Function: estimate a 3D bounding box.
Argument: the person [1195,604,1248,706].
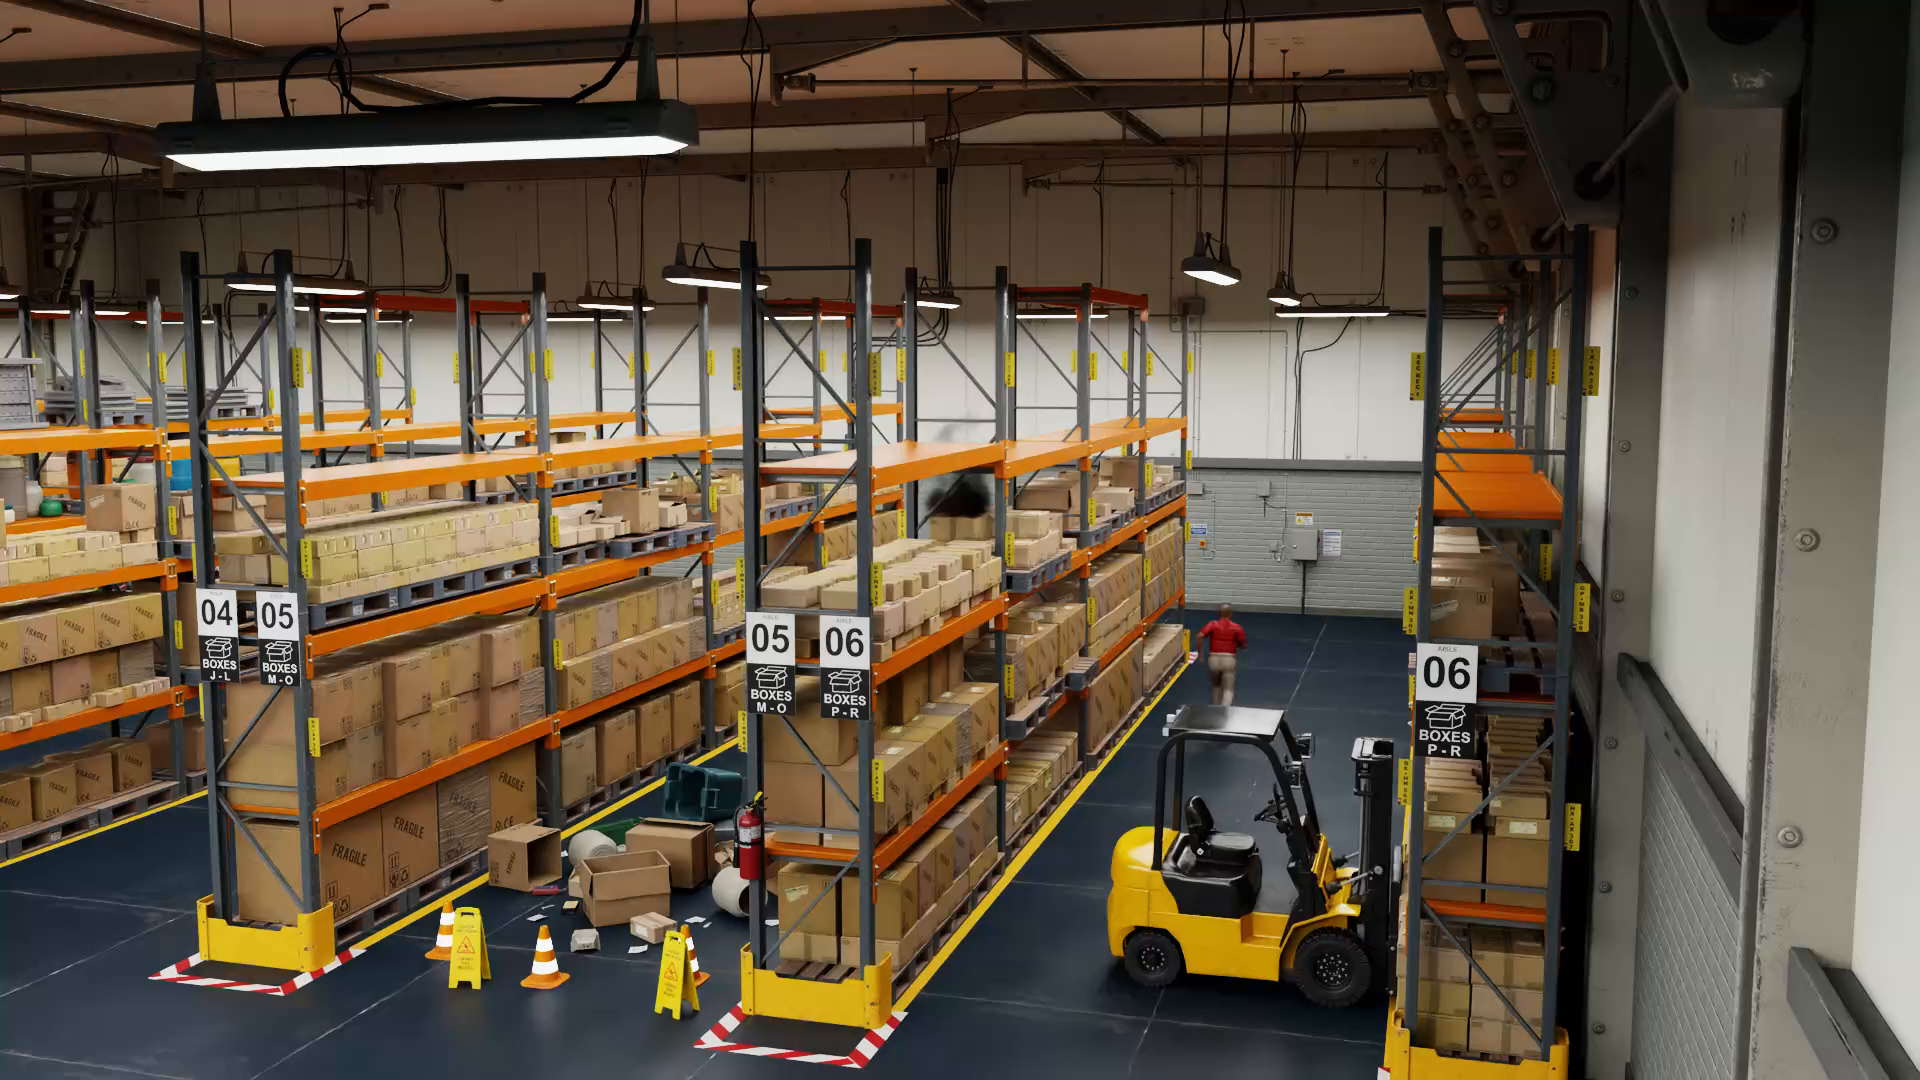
[{"bbox_3d":[3.578,1.772,22.793,0.672,1.784,0.930,2,7,19],"label":"person"}]
